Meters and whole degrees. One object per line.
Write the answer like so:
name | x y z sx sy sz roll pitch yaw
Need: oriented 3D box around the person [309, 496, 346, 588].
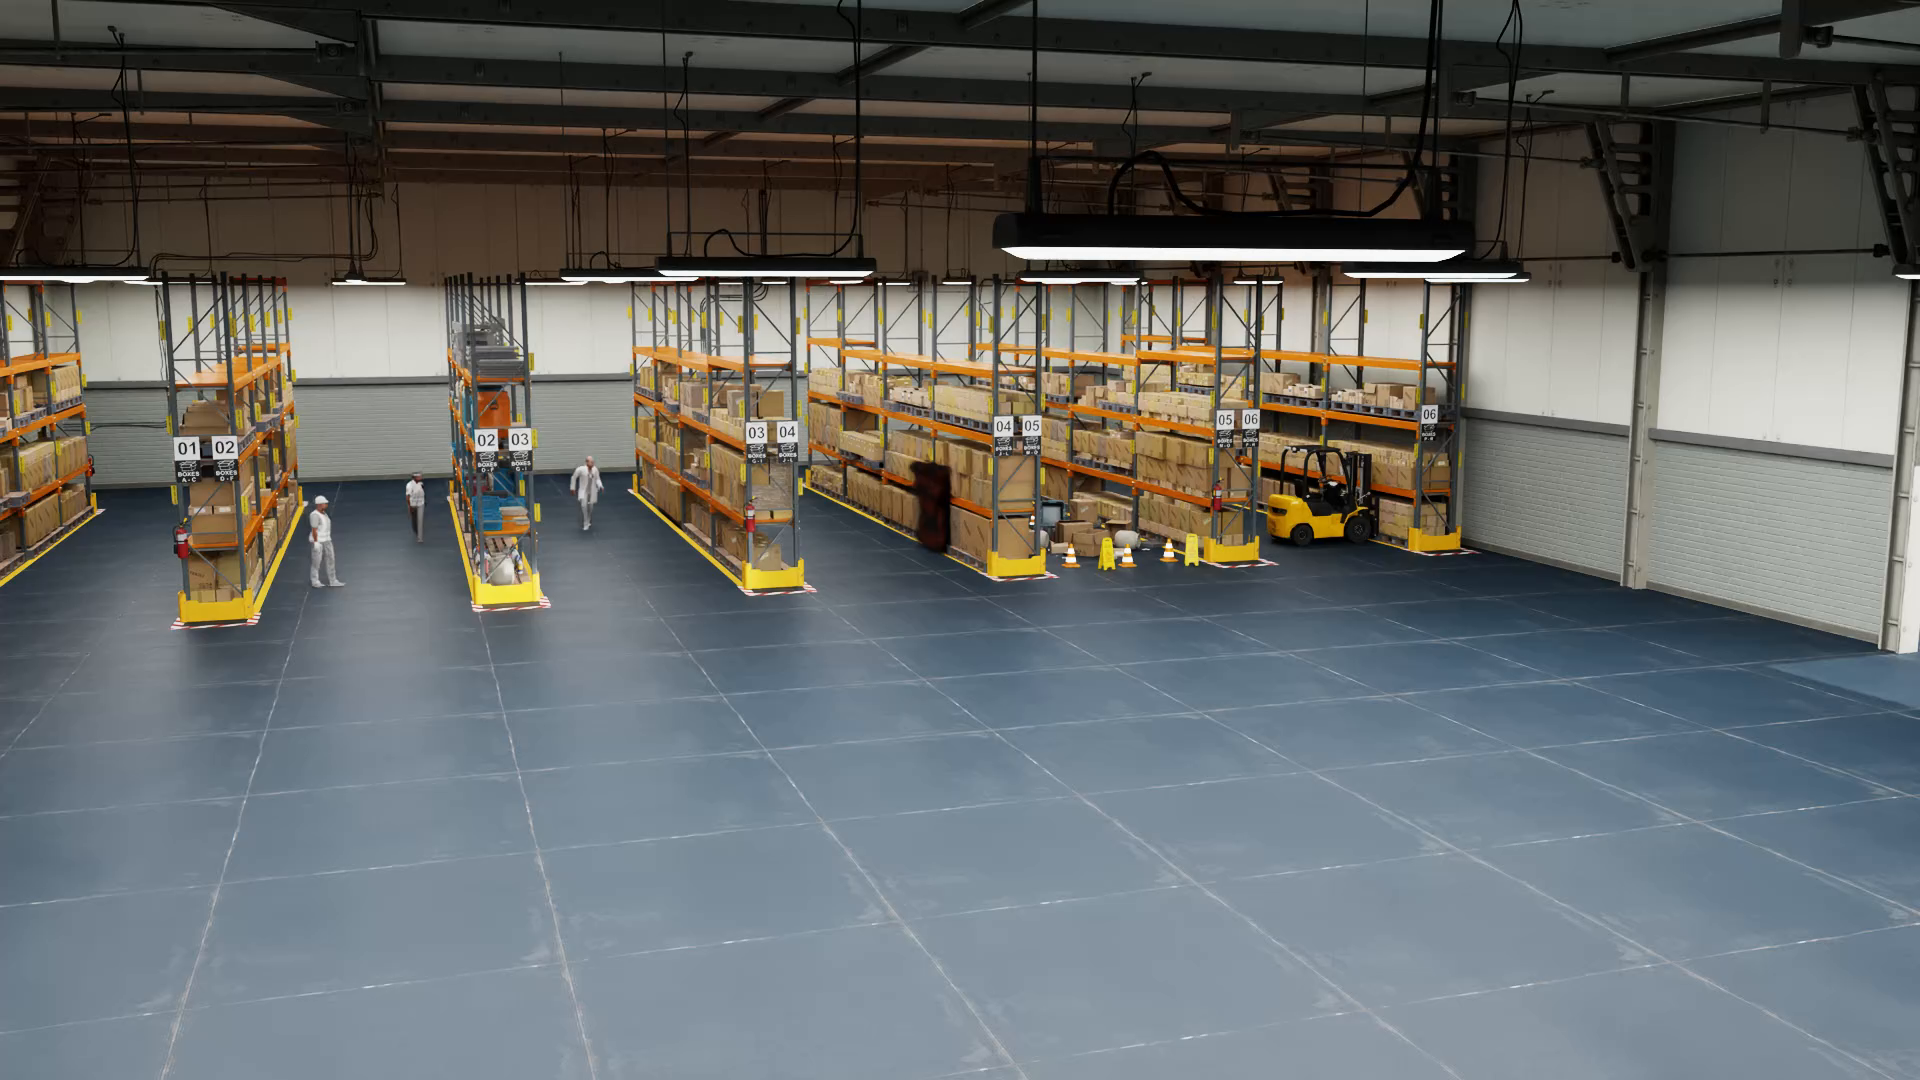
person | -12.246 0.044 31.963 0.600 1.782 0.571 3 9 18

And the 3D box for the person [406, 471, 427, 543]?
person | -12.335 -0.772 37.792 0.424 1.627 0.928 -2 9 -12

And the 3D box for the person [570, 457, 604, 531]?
person | -8.962 -1.104 39.915 0.756 1.806 0.935 -3 9 -20
